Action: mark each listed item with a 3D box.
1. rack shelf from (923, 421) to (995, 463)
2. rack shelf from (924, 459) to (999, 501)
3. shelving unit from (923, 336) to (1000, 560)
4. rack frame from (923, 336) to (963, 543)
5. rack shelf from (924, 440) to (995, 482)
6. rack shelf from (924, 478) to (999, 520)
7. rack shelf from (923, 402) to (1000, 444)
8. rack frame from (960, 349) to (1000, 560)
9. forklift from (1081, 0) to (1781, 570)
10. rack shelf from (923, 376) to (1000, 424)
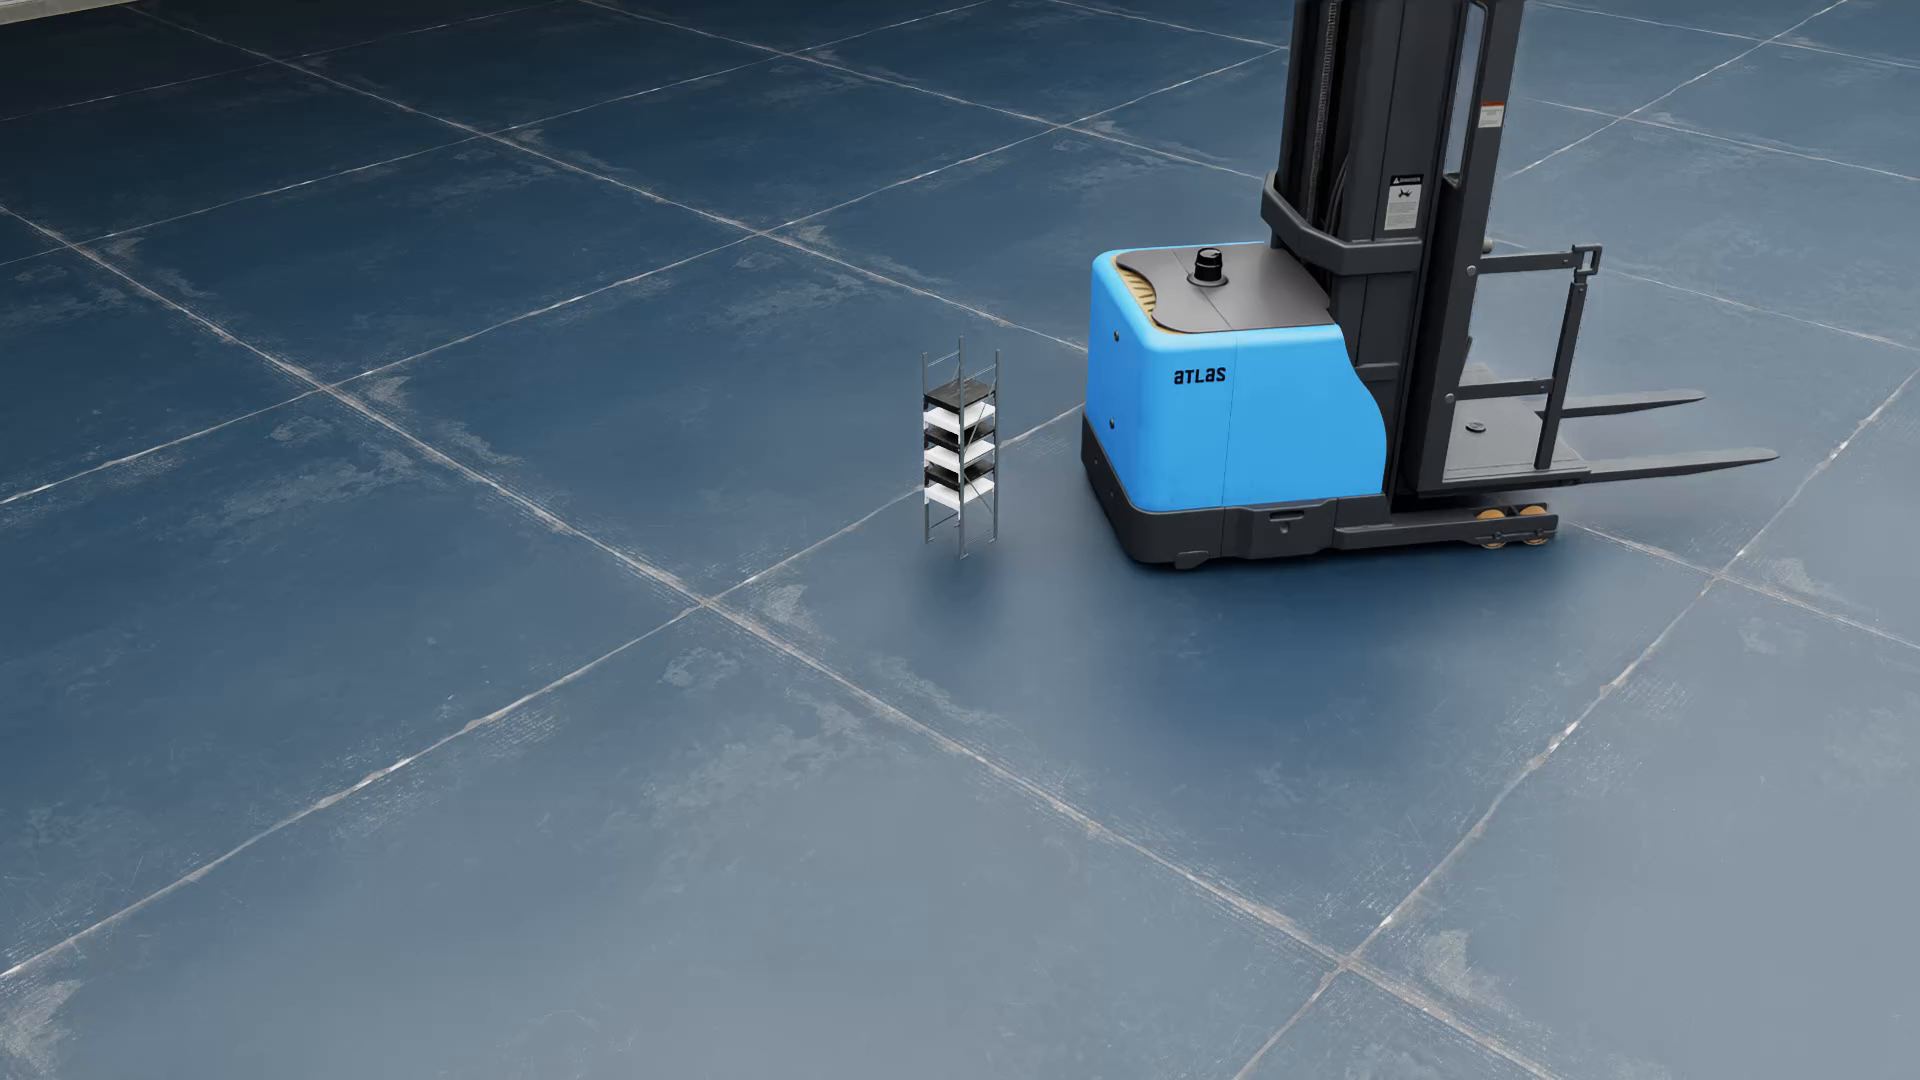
[{"bbox_3d":[0.006,-0.431,6.984,0.200,0.077,0.258,25,39,35],"label":"rack shelf"},{"bbox_3d":[0.006,-0.277,7.077,0.200,0.077,0.258,25,39,35],"label":"rack shelf"},{"bbox_3d":[0.006,-0.383,7.013,0.210,0.900,0.258,25,39,35],"label":"shelving unit"},{"bbox_3d":[-0.069,-0.418,7.072,0.006,0.900,0.240,25,39,35],"label":"rack frame"},{"bbox_3d":[0.006,-0.354,7.030,0.200,0.077,0.258,25,39,35],"label":"rack shelf"},{"bbox_3d":[0.006,-0.200,7.123,0.200,0.077,0.258,25,39,35],"label":"rack shelf"},{"bbox_3d":[0.006,-0.508,6.938,0.200,0.077,0.258,25,39,35],"label":"rack shelf"},{"bbox_3d":[0.081,-0.348,6.955,0.006,0.900,0.240,25,39,35],"label":"rack frame"},{"bbox_3d":[2.128,-1.482,6.870,3.031,2.935,1.130,-5,31,-8],"label":"forklift"},{"bbox_3d":[0.006,-0.585,6.891,0.200,0.077,0.258,25,39,35],"label":"rack shelf"}]
